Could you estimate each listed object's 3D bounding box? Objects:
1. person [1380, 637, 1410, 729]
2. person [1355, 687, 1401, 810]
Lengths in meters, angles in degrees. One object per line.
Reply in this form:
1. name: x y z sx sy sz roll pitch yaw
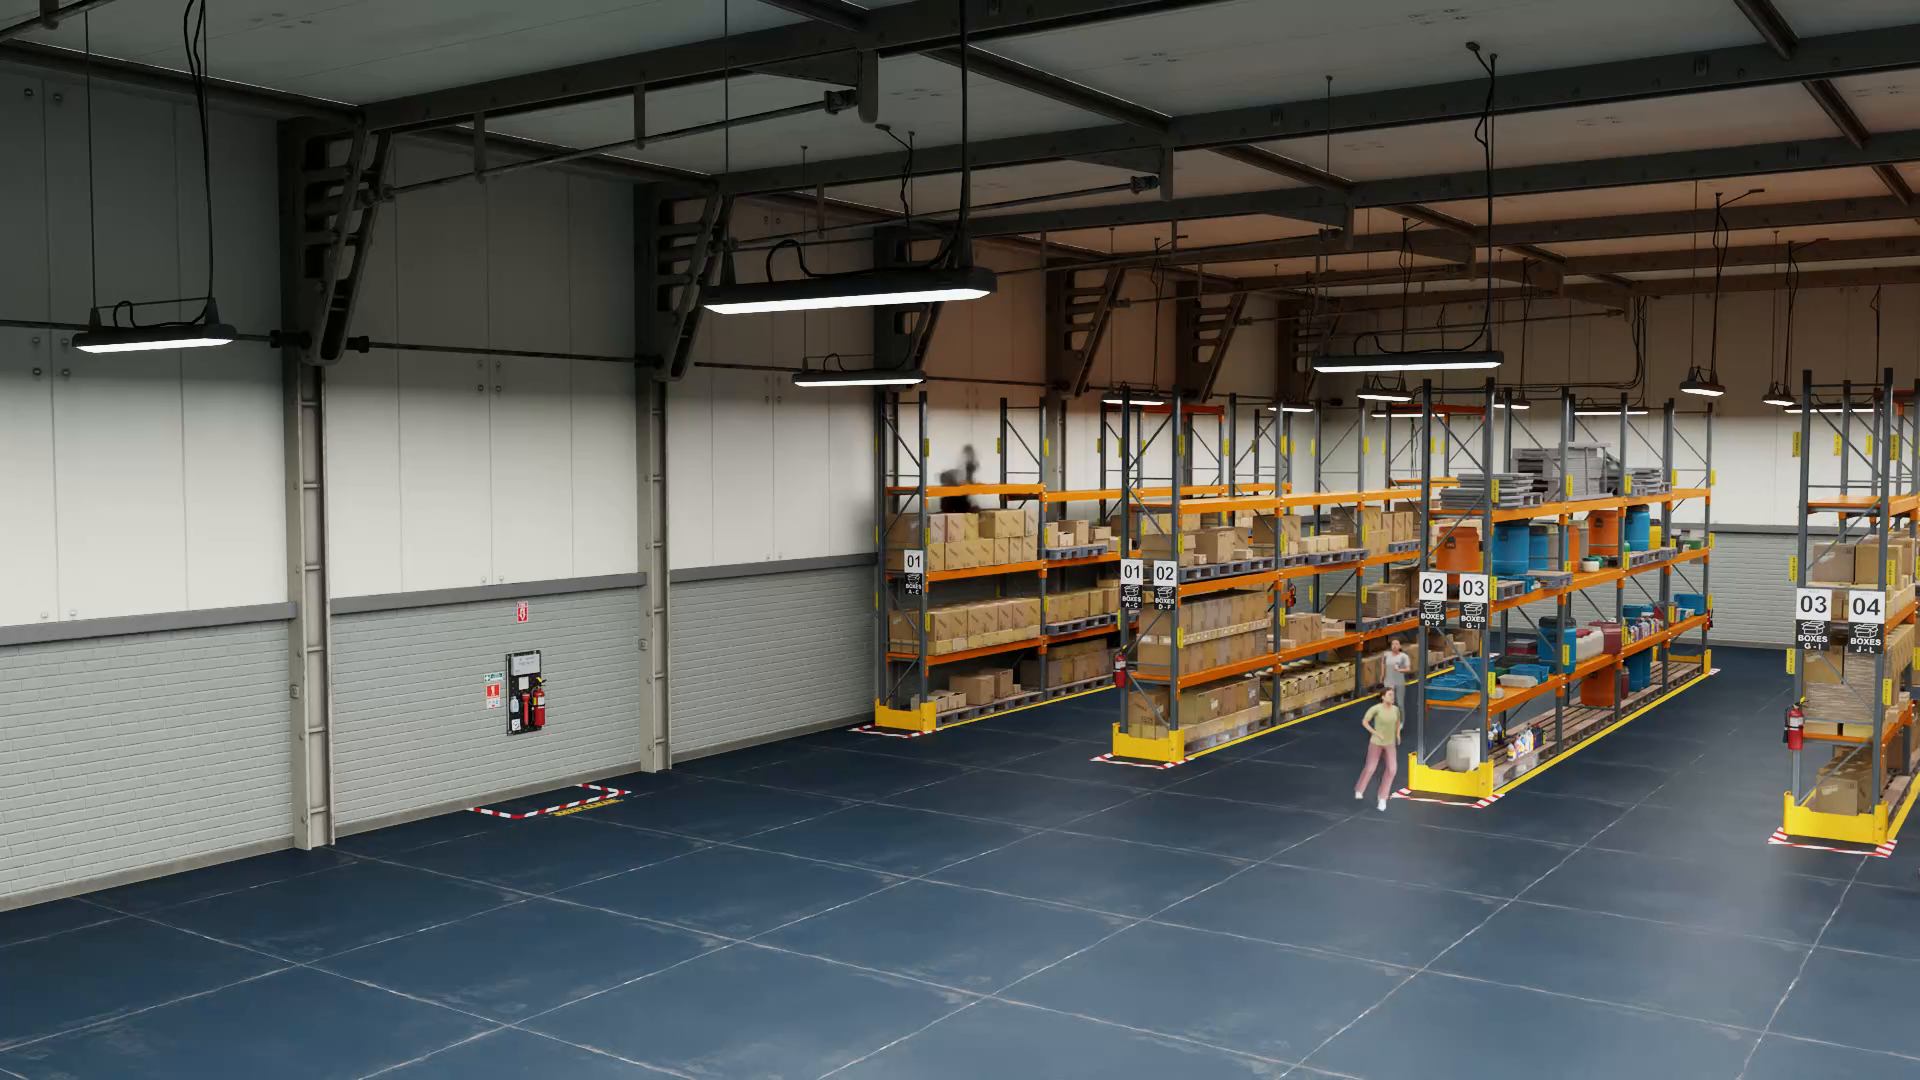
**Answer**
1. person: 7.576 2.545 28.967 0.543 1.709 0.840 1 3 24
2. person: 5.924 2.888 23.300 0.646 1.686 0.730 0 3 -9
